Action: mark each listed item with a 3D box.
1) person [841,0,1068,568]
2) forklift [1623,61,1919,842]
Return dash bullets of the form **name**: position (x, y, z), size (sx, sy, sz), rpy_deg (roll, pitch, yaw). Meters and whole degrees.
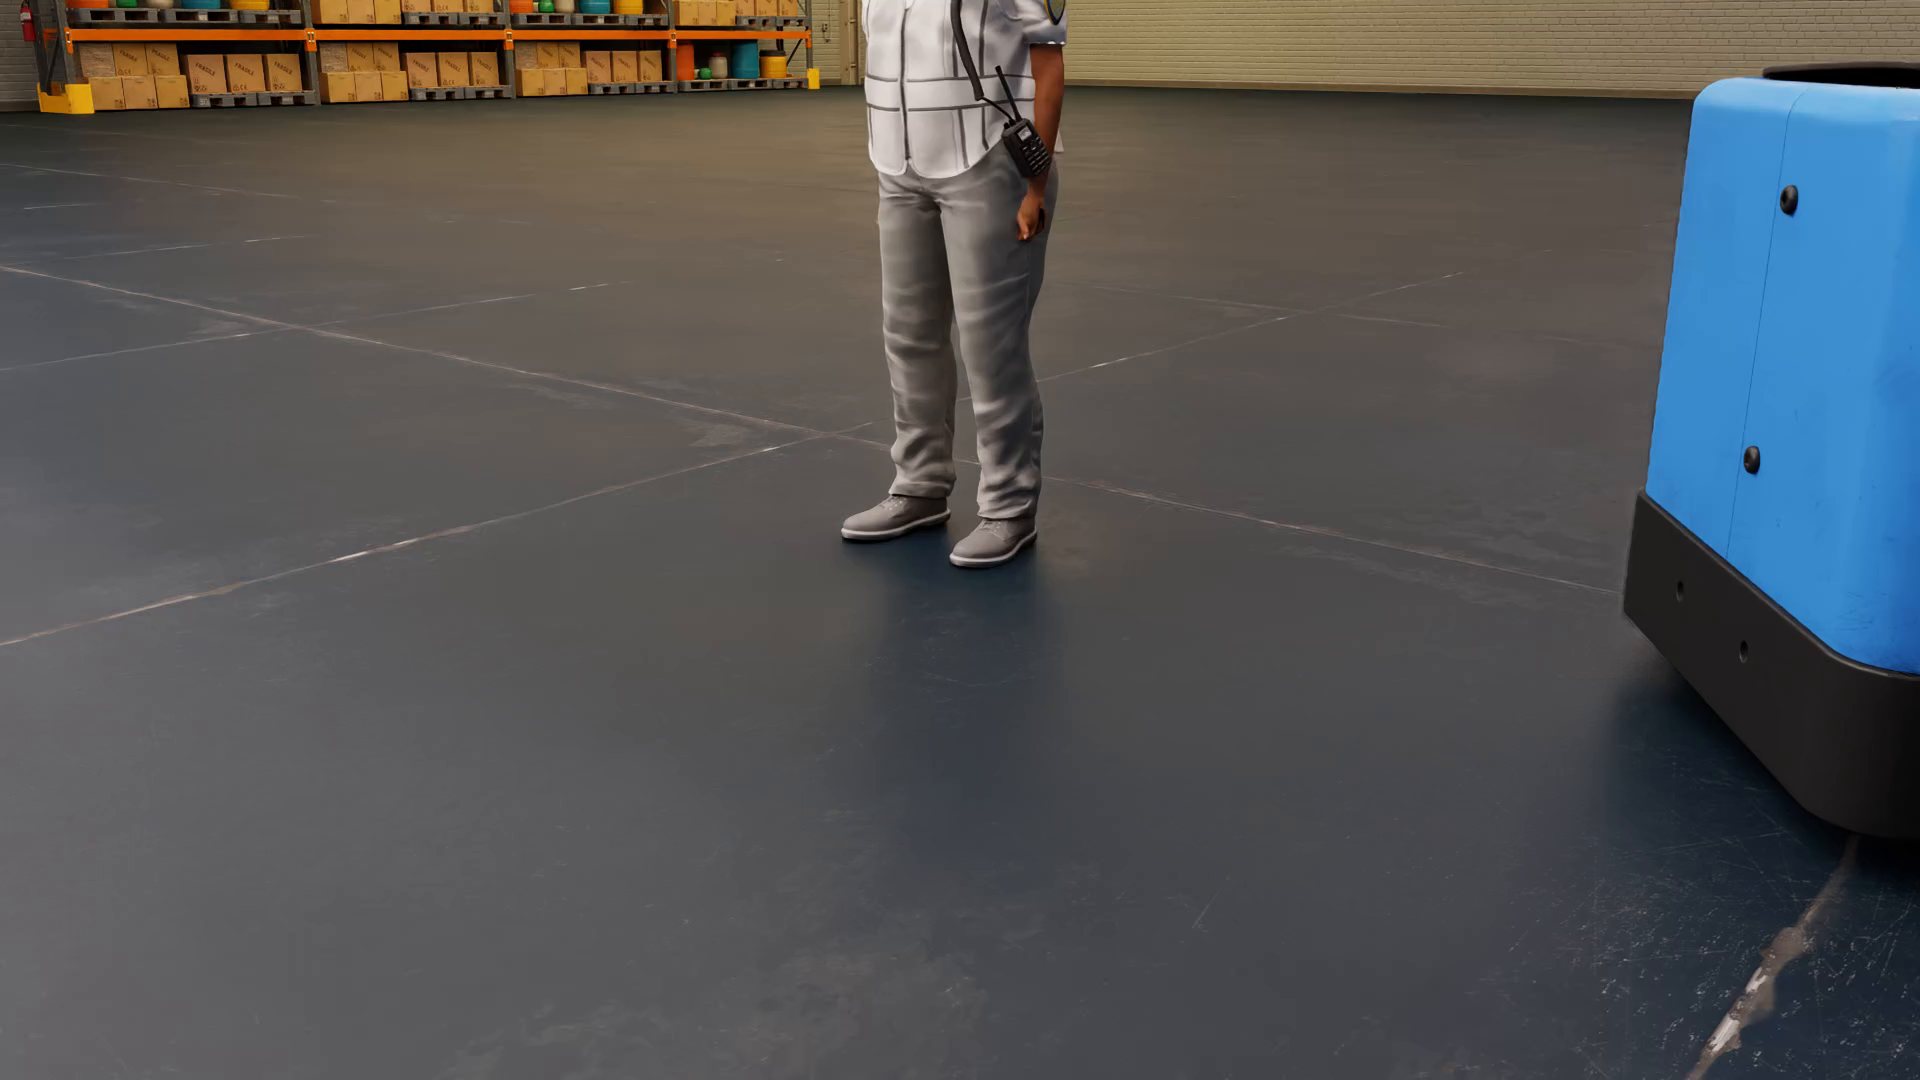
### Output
- **person**: position (-0.007, -0.793, 3.702), size (0.483, 1.668, 0.394), rpy_deg (13, 21, 37)
- **forklift**: position (2.766, -1.034, 2.302), size (3.031, 2.935, 1.130), rpy_deg (1, 17, 4)
